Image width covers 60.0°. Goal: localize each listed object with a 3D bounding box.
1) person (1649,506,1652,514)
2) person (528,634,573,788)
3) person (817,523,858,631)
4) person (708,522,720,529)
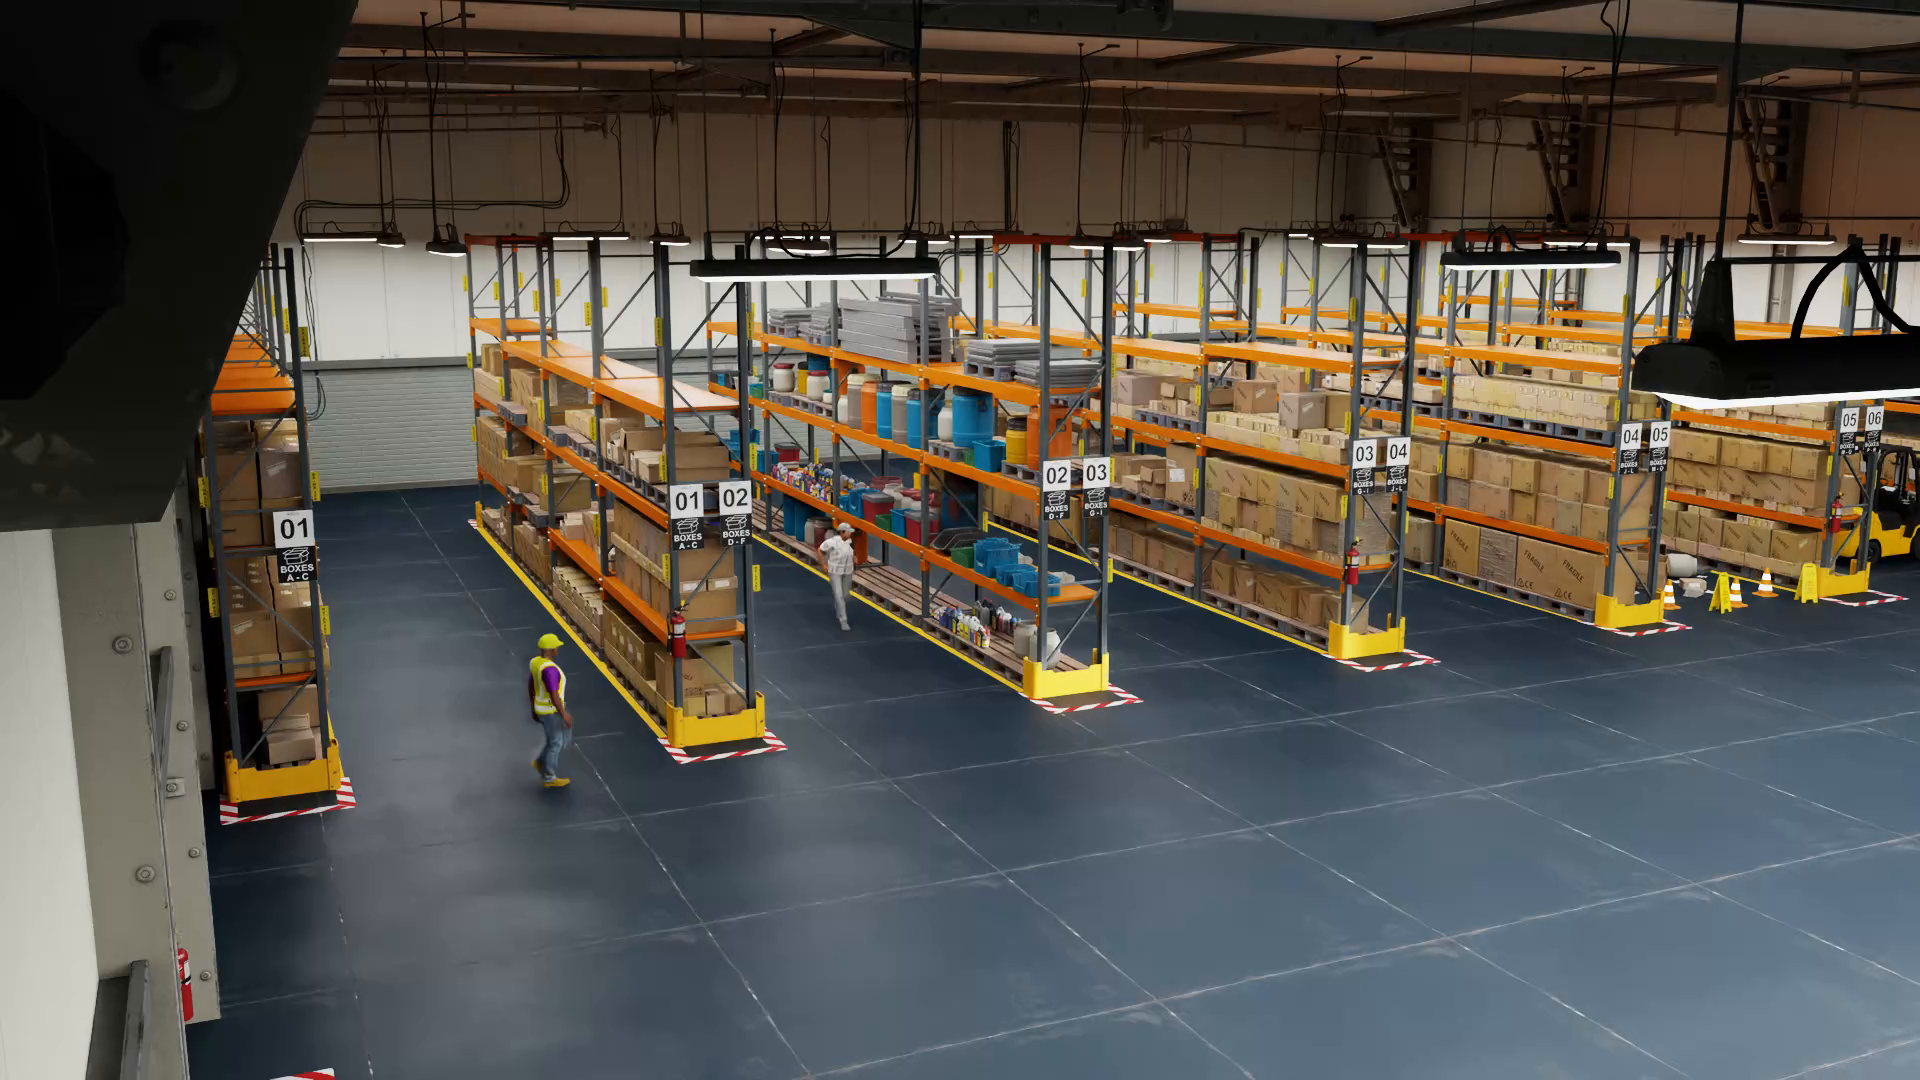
[{"bbox_3d":[14.356,-1.229,34.803,0.389,1.794,0.603,2,11,9],"label":"person"},{"bbox_3d":[-4.576,1.907,18.568,0.476,1.756,0.546,-3,11,-16],"label":"person"},{"bbox_3d":[-1.905,0.522,25.993,0.642,1.616,1.028,-4,12,-21],"label":"person"},{"bbox_3d":[-4.409,-0.131,29.464,0.444,1.627,0.665,-5,12,-26],"label":"person"}]
